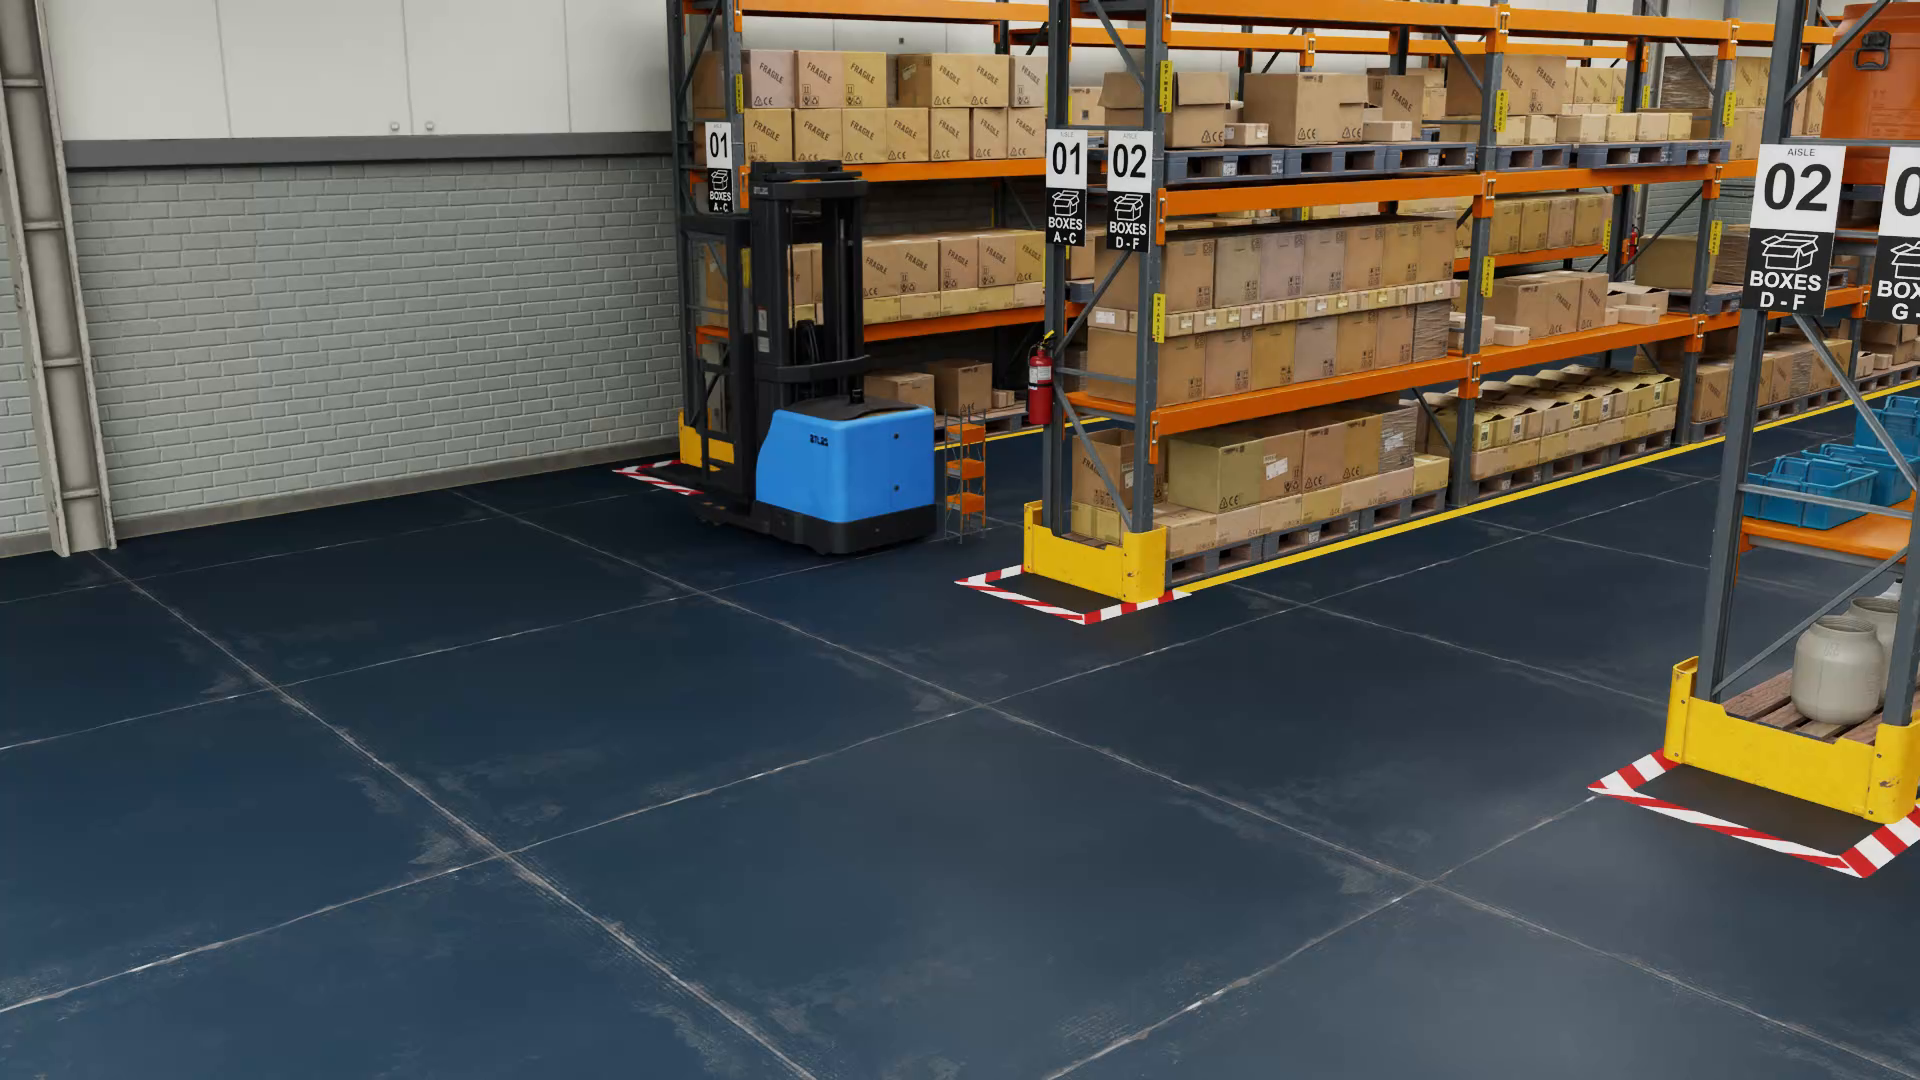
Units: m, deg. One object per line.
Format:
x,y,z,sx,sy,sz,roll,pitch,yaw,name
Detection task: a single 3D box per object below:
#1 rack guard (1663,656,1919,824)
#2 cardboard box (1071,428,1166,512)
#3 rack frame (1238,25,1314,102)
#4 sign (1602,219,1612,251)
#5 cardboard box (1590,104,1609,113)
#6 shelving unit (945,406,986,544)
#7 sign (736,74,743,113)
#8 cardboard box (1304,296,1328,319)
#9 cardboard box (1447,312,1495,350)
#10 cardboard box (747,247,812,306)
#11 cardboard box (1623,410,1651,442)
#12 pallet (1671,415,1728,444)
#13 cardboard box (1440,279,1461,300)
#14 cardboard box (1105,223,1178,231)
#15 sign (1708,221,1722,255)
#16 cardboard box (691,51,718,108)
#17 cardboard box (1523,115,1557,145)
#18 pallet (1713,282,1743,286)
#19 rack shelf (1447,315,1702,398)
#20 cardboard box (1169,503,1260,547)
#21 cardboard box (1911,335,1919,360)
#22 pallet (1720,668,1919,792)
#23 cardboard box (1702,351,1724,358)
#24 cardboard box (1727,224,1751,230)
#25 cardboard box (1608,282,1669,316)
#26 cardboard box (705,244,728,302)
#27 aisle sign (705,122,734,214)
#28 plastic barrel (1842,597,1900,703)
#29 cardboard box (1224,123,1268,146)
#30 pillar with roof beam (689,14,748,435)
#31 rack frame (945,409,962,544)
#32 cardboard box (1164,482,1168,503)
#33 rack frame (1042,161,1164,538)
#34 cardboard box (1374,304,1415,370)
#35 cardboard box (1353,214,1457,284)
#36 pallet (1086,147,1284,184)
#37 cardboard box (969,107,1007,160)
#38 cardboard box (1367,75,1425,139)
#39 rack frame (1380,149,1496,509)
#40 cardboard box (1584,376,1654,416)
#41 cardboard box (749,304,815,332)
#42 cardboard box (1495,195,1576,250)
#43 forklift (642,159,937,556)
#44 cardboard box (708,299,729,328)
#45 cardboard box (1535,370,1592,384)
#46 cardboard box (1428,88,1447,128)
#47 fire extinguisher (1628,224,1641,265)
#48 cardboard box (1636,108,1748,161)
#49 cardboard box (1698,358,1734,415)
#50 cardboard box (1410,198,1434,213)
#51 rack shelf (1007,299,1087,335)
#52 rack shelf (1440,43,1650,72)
4.255,1.003,8.526,0.348,0.500,1.175,-13,19,-39,rack guard
1.189,-0.533,12.494,0.500,0.500,0.500,-13,19,-39,cardboard box
3.760,-6.365,19.641,0.127,3.000,1.000,-13,19,-39,rack frame
6.651,-3.128,17.057,0.005,0.325,0.100,-13,19,-39,sign
9.025,-6.185,24.065,0.500,0.250,0.500,-14,20,-41,cardboard box
0.040,-0.516,13.148,0.252,1.050,0.215,-13,20,-39,shelving unit
-1.919,-3.877,14.446,0.005,0.325,0.100,-13,19,-39,sign
2.577,-1.794,12.703,0.250,0.149,0.380,-12,19,-39,cardboard box
4.340,-1.844,14.633,0.500,0.250,0.500,-11,19,-36,cardboard box
-1.718,-2.433,15.345,0.500,0.500,0.500,-13,19,-39,cardboard box
6.391,-1.152,16.267,0.500,0.250,0.500,-13,20,-40,cardboard box
7.603,-1.275,17.613,1.213,0.211,1.003,-13,19,-39,pallet
3.933,-2.099,13.845,0.250,0.149,0.380,-13,20,-39,cardboard box
2.051,-3.340,18.896,0.500,0.500,0.700,-10,18,-32,cardboard box
7.382,-2.955,16.255,0.005,0.325,0.100,-13,19,-39,sign
-2.121,-4.225,15.274,0.500,0.500,0.500,-12,19,-37,cardboard box
4.881,-3.601,14.582,0.500,0.250,0.500,14,20,42,cardboard box
8.479,-2.740,18.068,1.213,0.211,1.003,-13,19,-39,pallet
5.506,-1.816,15.631,4.000,0.370,1.077,-13,19,-39,rack shelf
1.905,-0.155,12.532,0.500,0.250,0.500,-13,19,-39,cardboard box
12.065,-2.447,21.073,0.500,0.250,0.500,-13,19,-39,cardboard box
4.871,1.006,9.074,1.213,0.211,1.003,-13,19,-39,pallet
7.957,-1.799,18.165,0.500,0.500,0.500,-14,20,-41,cardboard box
9.051,-3.266,18.657,0.500,0.500,0.700,-9,17,-31,cardboard box
6.712,-2.406,16.619,0.500,0.311,0.500,-11,19,-36,cardboard box
-2.059,-2.532,15.715,0.500,0.500,0.500,-13,20,-40,cardboard box
-2.132,-3.297,14.741,0.004,0.787,0.394,-13,19,-39,aisle sign
5.053,0.605,9.178,0.421,0.512,0.421,0,15,0,plastic barrel
1.983,-2.911,11.924,0.250,0.149,0.380,-13,19,-39,cardboard box
0.511,-4.458,12.504,0.400,9.000,9.100,-13,19,-39,pillar with roof beam
-0.052,-0.496,13.071,0.008,1.050,0.200,-13,20,-39,rack frame
1.560,-0.257,12.915,0.500,0.250,0.500,-13,19,-39,cardboard box
0.980,-1.147,11.733,0.127,3.000,1.000,-13,19,-39,rack frame
3.273,-1.706,13.632,0.500,0.500,0.700,-13,20,-40,cardboard box
3.667,-2.424,13.804,0.500,0.500,0.700,-13,19,-39,cardboard box
1.530,-2.669,11.787,1.213,0.211,1.003,-13,19,-39,pallet
0.134,-4.079,16.664,0.500,0.500,0.500,14,20,42,cardboard box
3.444,-3.559,13.670,0.500,0.500,0.500,-11,18,-35,cardboard box
3.997,-1.825,14.270,0.127,3.000,1.000,-13,19,-39,rack frame
6.393,-1.422,16.189,0.500,0.311,0.500,-13,20,-40,cardboard box
-1.698,-2.069,15.436,0.500,0.250,0.500,-13,20,-41,cardboard box
8.294,-4.625,24.173,0.700,0.700,0.980,-14,20,-42,cardboard box
-1.553,-1.608,13.590,1.130,2.935,3.031,-13,20,-41,forklift
-2.050,-2.165,15.796,0.500,0.250,0.500,-12,19,-39,cardboard box
6.036,-1.526,16.578,0.500,0.311,0.500,-13,20,-41,cardboard box
6.042,-5.726,22.017,0.500,0.500,0.700,-14,20,-42,cardboard box
10.212,-4.540,25.306,0.183,0.674,0.296,-13,19,-39,fire extinguisher
7.322,-4.081,16.708,0.500,0.500,0.910,-13,19,-39,cardboard box
7.937,-1.619,17.489,0.500,0.500,0.500,-14,20,-41,cardboard box
5.816,-4.408,21.678,0.500,0.250,0.500,-12,19,-38,cardboard box
2.251,-2.780,19.239,4.000,0.370,1.077,-13,19,-39,rack shelf
8.286,-6.840,23.590,4.000,0.370,1.077,-13,19,-39,rack shelf
